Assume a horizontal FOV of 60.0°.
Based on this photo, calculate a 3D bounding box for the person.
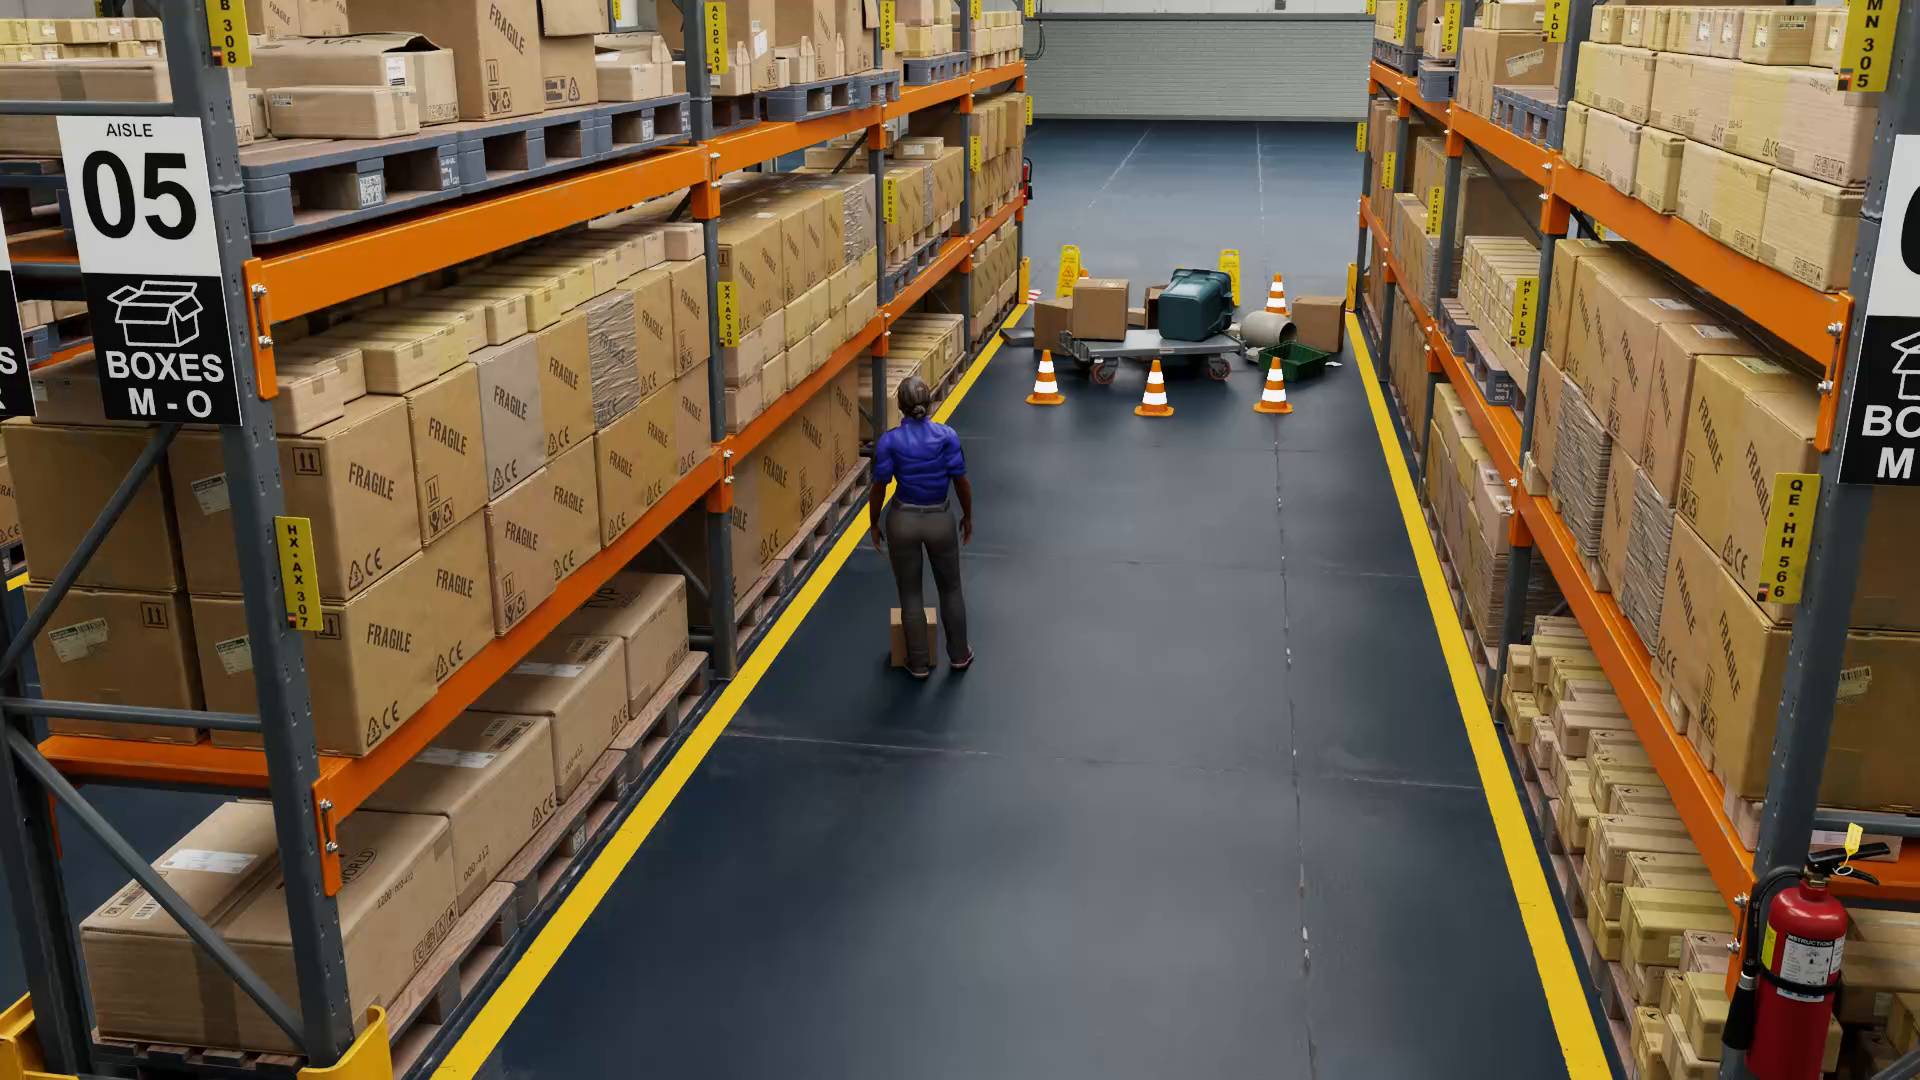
[{"bbox_3d":[-0.195,-0.082,8.789,0.570,1.654,0.503,-1,18,-4],"label":"person"}]
